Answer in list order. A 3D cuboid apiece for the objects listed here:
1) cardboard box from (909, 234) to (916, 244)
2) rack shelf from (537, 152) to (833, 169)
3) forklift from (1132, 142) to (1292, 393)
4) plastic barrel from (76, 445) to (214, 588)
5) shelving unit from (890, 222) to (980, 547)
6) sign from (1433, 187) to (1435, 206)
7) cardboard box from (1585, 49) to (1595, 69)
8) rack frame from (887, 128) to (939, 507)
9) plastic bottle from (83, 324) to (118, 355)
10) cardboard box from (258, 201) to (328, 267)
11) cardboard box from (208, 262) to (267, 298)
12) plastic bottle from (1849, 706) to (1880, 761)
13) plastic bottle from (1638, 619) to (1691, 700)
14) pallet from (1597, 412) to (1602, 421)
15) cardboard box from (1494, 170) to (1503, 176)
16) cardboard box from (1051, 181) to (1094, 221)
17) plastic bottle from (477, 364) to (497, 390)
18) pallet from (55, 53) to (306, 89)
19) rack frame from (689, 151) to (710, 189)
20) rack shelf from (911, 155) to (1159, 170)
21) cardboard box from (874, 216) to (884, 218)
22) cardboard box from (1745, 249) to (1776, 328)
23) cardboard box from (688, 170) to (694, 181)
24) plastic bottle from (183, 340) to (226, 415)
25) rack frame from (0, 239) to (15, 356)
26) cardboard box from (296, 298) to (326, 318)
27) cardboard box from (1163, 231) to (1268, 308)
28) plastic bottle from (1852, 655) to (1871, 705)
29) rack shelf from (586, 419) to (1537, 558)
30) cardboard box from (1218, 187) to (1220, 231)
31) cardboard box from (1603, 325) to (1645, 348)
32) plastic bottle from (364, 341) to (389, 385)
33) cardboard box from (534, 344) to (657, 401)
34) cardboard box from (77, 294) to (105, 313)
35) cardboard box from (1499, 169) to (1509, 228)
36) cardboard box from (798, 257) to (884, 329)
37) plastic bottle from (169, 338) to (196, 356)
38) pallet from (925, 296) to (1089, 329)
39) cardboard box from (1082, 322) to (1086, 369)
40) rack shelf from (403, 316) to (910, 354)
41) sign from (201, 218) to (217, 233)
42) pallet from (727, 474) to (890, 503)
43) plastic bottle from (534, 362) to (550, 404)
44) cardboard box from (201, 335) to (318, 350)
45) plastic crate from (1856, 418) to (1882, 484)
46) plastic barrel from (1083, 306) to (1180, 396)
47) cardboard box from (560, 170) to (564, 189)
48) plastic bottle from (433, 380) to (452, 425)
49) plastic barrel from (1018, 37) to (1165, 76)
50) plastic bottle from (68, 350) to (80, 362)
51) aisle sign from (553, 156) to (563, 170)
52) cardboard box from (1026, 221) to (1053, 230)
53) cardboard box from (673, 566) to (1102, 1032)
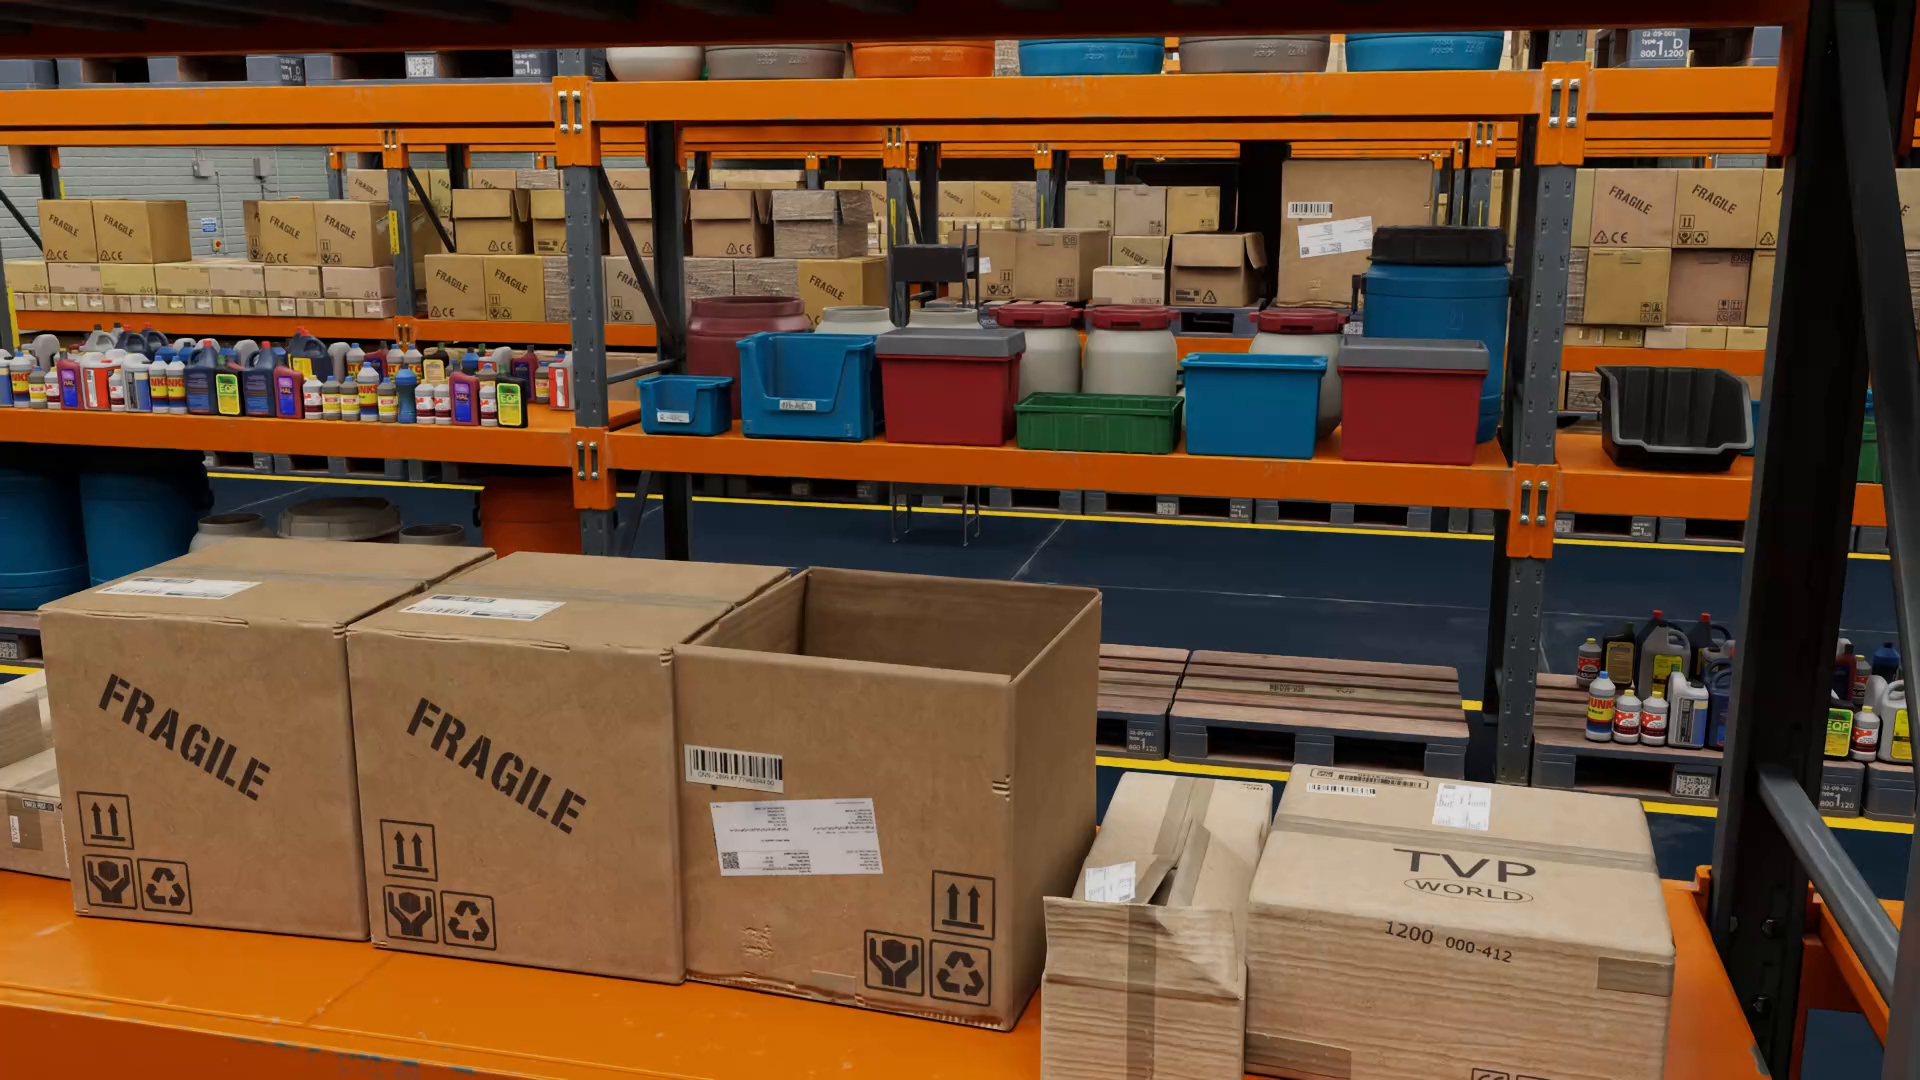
[{"bbox_3d":[-0.406,-3.053,16.993,0.250,0.149,0.380,3,13,14],"label":"cardboard box"},{"bbox_3d":[-3.796,-5.327,23.053,4.000,0.370,1.077,3,13,14],"label":"rack shelf"},{"bbox_3d":[1.905,-1.995,13.460,3.031,2.935,1.130,3,13,12],"label":"forklift"},{"bbox_3d":[-4.204,-0.096,8.617,0.708,0.901,0.600,3,13,14],"label":"plastic barrel"},{"bbox_3d":[-0.161,-1.034,11.045,0.503,2.100,0.431,3,13,14],"label":"shelving unit"},{"bbox_3d":[5.783,-4.143,20.308,0.005,0.325,0.100,3,13,14],"label":"sign"},{"bbox_3d":[4.055,-3.115,10.850,0.250,0.149,0.380,2,13,11],"label":"cardboard box"},{"bbox_3d":[-0.345,-1.818,12.503,0.127,3.000,1.000,3,13,14],"label":"rack frame"},{"bbox_3d":[-4.479,-0.951,8.708,0.185,0.351,0.144,3,13,14],"label":"plastic bottle"},{"bbox_3d":[-5.224,-2.458,13.317,0.500,0.500,0.500,3,13,14],"label":"cardboard box"},{"bbox_3d":[-5.719,-2.118,13.515,0.500,0.250,0.500,3,13,15],"label":"cardboard box"},{"bbox_3d":[3.488,0.741,6.414,0.097,0.201,0.097,0,13,0],"label":"plastic bottle"},{"bbox_3d":[3.011,0.513,7.098,0.185,0.351,0.144,3,13,14],"label":"plastic bottle"},{"bbox_3d":[6.733,-1.168,16.012,1.213,0.211,1.003,3,13,14],"label":"pallet"},{"bbox_3d":[6.779,-4.277,20.361,0.500,0.500,0.700,3,13,14],"label":"cardboard box"},{"bbox_3d":[1.465,-4.411,21.650,0.500,0.500,0.500,3,13,12],"label":"cardboard box"},{"bbox_3d":[-2.336,-0.767,8.223,0.097,0.201,0.097,0,13,0],"label":"plastic bottle"},{"bbox_3d":[-3.529,-2.278,8.087,1.213,0.211,1.003,3,13,14],"label":"pallet"},{"bbox_3d":[-2.942,-3.063,18.116,0.127,3.000,1.000,3,13,14],"label":"rack frame"},{"bbox_3d":[1.273,-6.163,26.823,4.000,0.370,1.077,3,13,14],"label":"rack shelf"},{"bbox_3d":[-0.979,-3.375,17.758,0.250,0.149,0.380,3,13,13],"label":"cardboard box"},{"bbox_3d":[5.423,-1.695,11.033,0.500,0.500,0.875,3,13,14],"label":"cardboard box"},{"bbox_3d":[-3.698,-5.002,22.815,0.250,0.149,0.380,3,13,14],"label":"cardboard box"},{"bbox_3d":[-3.590,-0.777,7.923,0.185,0.351,0.144,3,13,14],"label":"plastic bottle"},{"bbox_3d":[-5.415,-0.984,8.744,0.127,3.000,1.000,3,13,14],"label":"rack frame"},{"bbox_3d":[-5.102,-1.877,13.347,0.250,0.149,0.380,3,13,13],"label":"cardboard box"},{"bbox_3d":[1.833,-1.937,11.829,0.637,0.503,0.797,4,13,19],"label":"cardboard box"},{"bbox_3d":[3.824,0.592,7.087,0.097,0.201,0.097,0,13,0],"label":"plastic bottle"},{"bbox_3d":[0.410,-0.322,7.419,4.000,0.370,1.077,3,13,14],"label":"rack shelf"},{"bbox_3d":[2.861,-3.289,16.593,0.500,0.500,0.700,3,13,13],"label":"cardboard box"},{"bbox_3d":[4.409,-1.380,11.107,0.250,0.149,0.380,3,13,14],"label":"cardboard box"},{"bbox_3d":[-2.985,-0.880,8.542,0.133,0.283,0.061,3,13,14],"label":"plastic bottle"},{"bbox_3d":[-2.735,-1.118,13.285,0.875,0.875,1.225,3,13,12],"label":"cardboard box"},{"bbox_3d":[-7.095,-1.983,13.828,0.250,0.149,0.380,3,13,13],"label":"cardboard box"},{"bbox_3d":[4.041,-2.327,11.572,0.500,0.500,0.500,3,13,14],"label":"cardboard box"},{"bbox_3d":[-0.884,-1.840,12.373,0.500,0.500,0.500,3,13,15],"label":"cardboard box"},{"bbox_3d":[-4.111,-0.926,8.769,0.135,0.276,0.152,3,13,14],"label":"plastic bottle"},{"bbox_3d":[0.372,-1.710,12.458,1.003,0.211,1.213,3,13,14],"label":"pallet"},{"bbox_3d":[1.511,-1.912,17.151,0.750,0.750,1.050,3,13,13],"label":"cardboard box"},{"bbox_3d":[-2.287,-1.571,13.049,4.000,0.370,1.077,3,13,14],"label":"rack shelf"},{"bbox_3d":[-11.289,-4.730,25.004,0.001,0.218,0.327,3,13,14],"label":"sign"},{"bbox_3d":[-1.093,-0.514,13.061,1.213,0.211,1.003,3,13,14],"label":"pallet"},{"bbox_3d":[-2.075,-0.787,8.314,0.097,0.201,0.097,0,13,0],"label":"plastic bottle"},{"bbox_3d":[-5.724,-1.291,14.064,0.875,0.875,0.875,3,13,14],"label":"cardboard box"},{"bbox_3d":[3.602,-0.336,6.311,0.662,0.188,0.450,3,13,14],"label":"plastic crate"},{"bbox_3d":[0.763,-0.769,7.462,0.433,0.535,0.433,0,13,0],"label":"plastic barrel"},{"bbox_3d":[-3.966,-3.739,17.935,0.500,0.500,0.500,3,13,12],"label":"cardboard box"},{"bbox_3d":[-2.358,-0.633,7.619,0.097,0.201,0.097,0,13,0],"label":"plastic bottle"},{"bbox_3d":[0.536,-2.327,6.713,0.708,0.901,0.600,3,13,14],"label":"plastic barrel"},{"bbox_3d":[-4.721,-0.915,8.890,0.097,0.201,0.097,0,13,0],"label":"plastic bottle"},{"bbox_3d":[-5.733,-5.655,23.797,0.004,0.787,0.394,3,13,14],"label":"aisle sign"},{"bbox_3d":[0.999,-4.070,21.847,0.500,0.250,0.500,3,13,12],"label":"cardboard box"},{"bbox_3d":[-0.092,0.353,2.487,0.500,0.500,0.500,4,13,18],"label":"cardboard box"}]
